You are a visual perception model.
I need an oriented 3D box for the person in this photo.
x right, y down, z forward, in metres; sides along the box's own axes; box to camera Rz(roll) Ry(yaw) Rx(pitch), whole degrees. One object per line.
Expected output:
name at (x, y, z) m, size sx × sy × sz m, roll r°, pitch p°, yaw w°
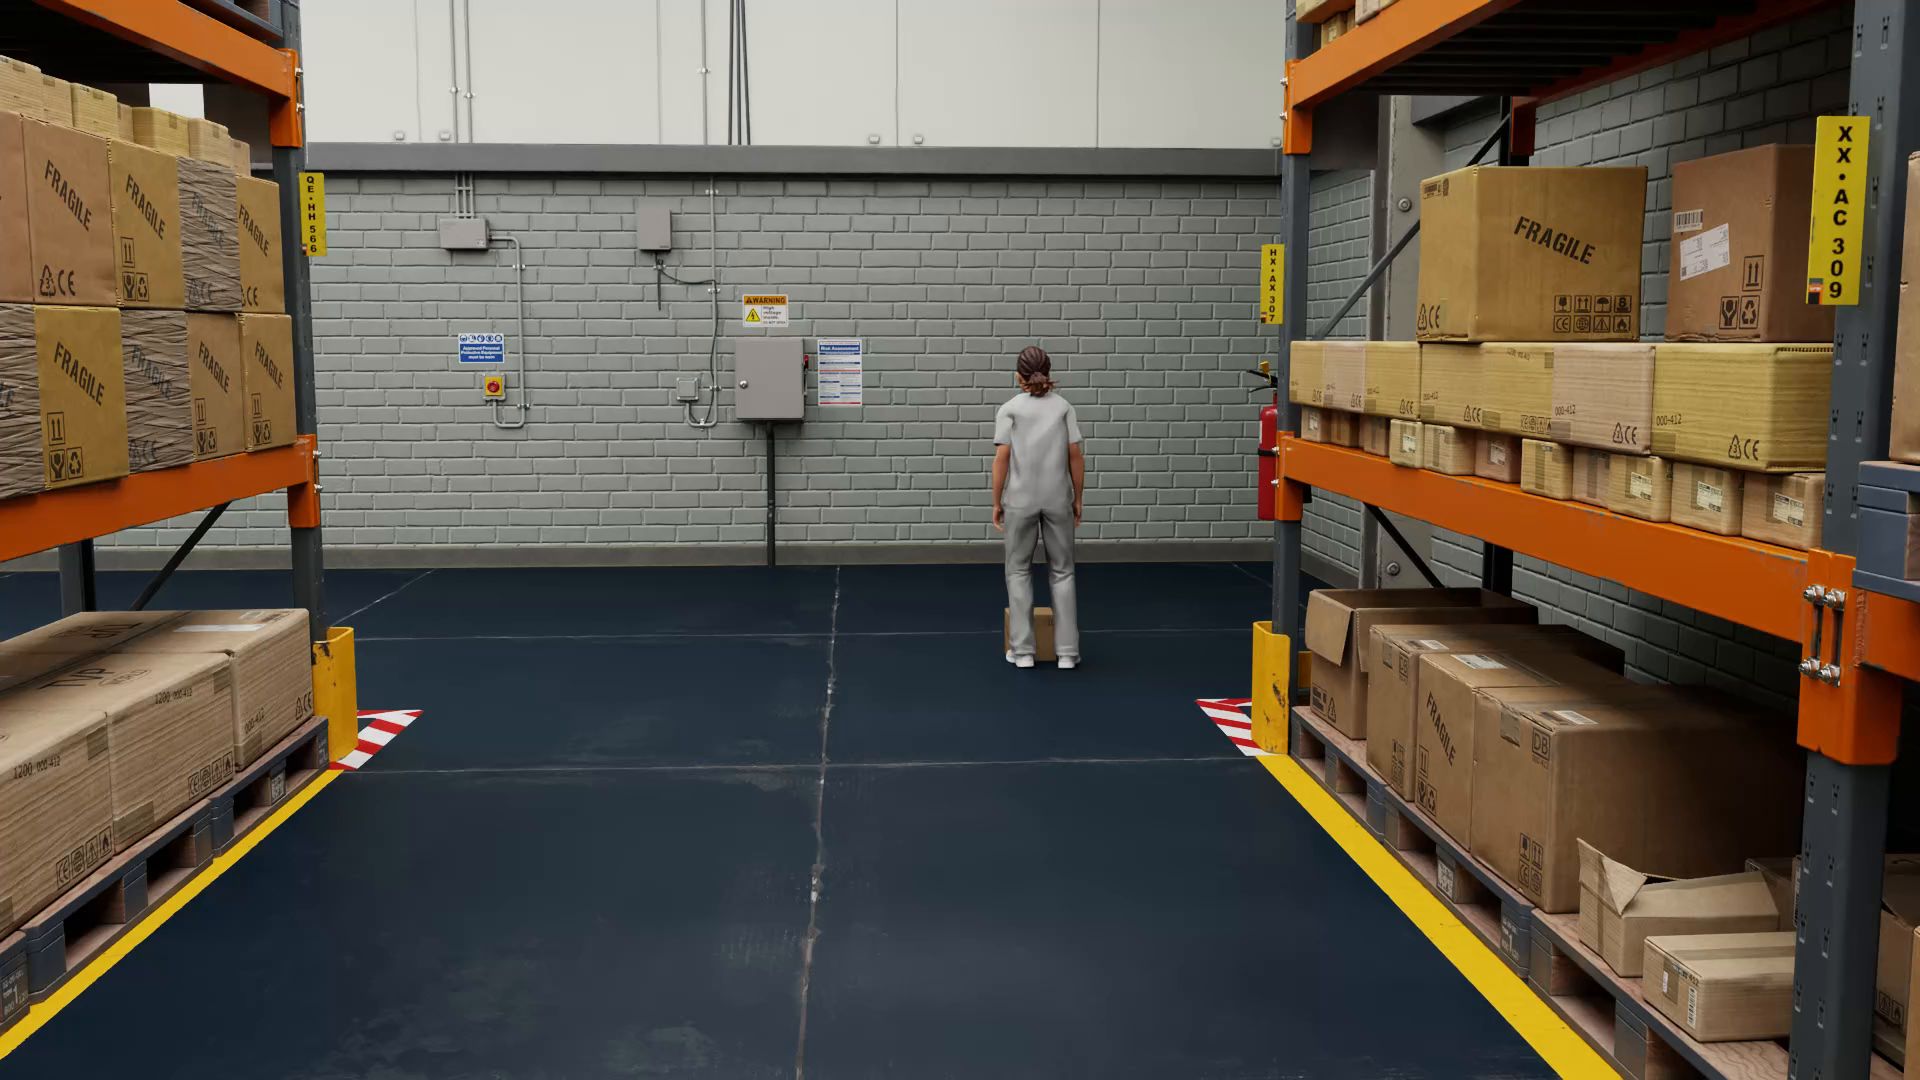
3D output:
person at (0.403, -0.142, 8.670) m, size 0.497 × 1.612 × 0.401 m, roll -1°, pitch 7°, yaw -6°
